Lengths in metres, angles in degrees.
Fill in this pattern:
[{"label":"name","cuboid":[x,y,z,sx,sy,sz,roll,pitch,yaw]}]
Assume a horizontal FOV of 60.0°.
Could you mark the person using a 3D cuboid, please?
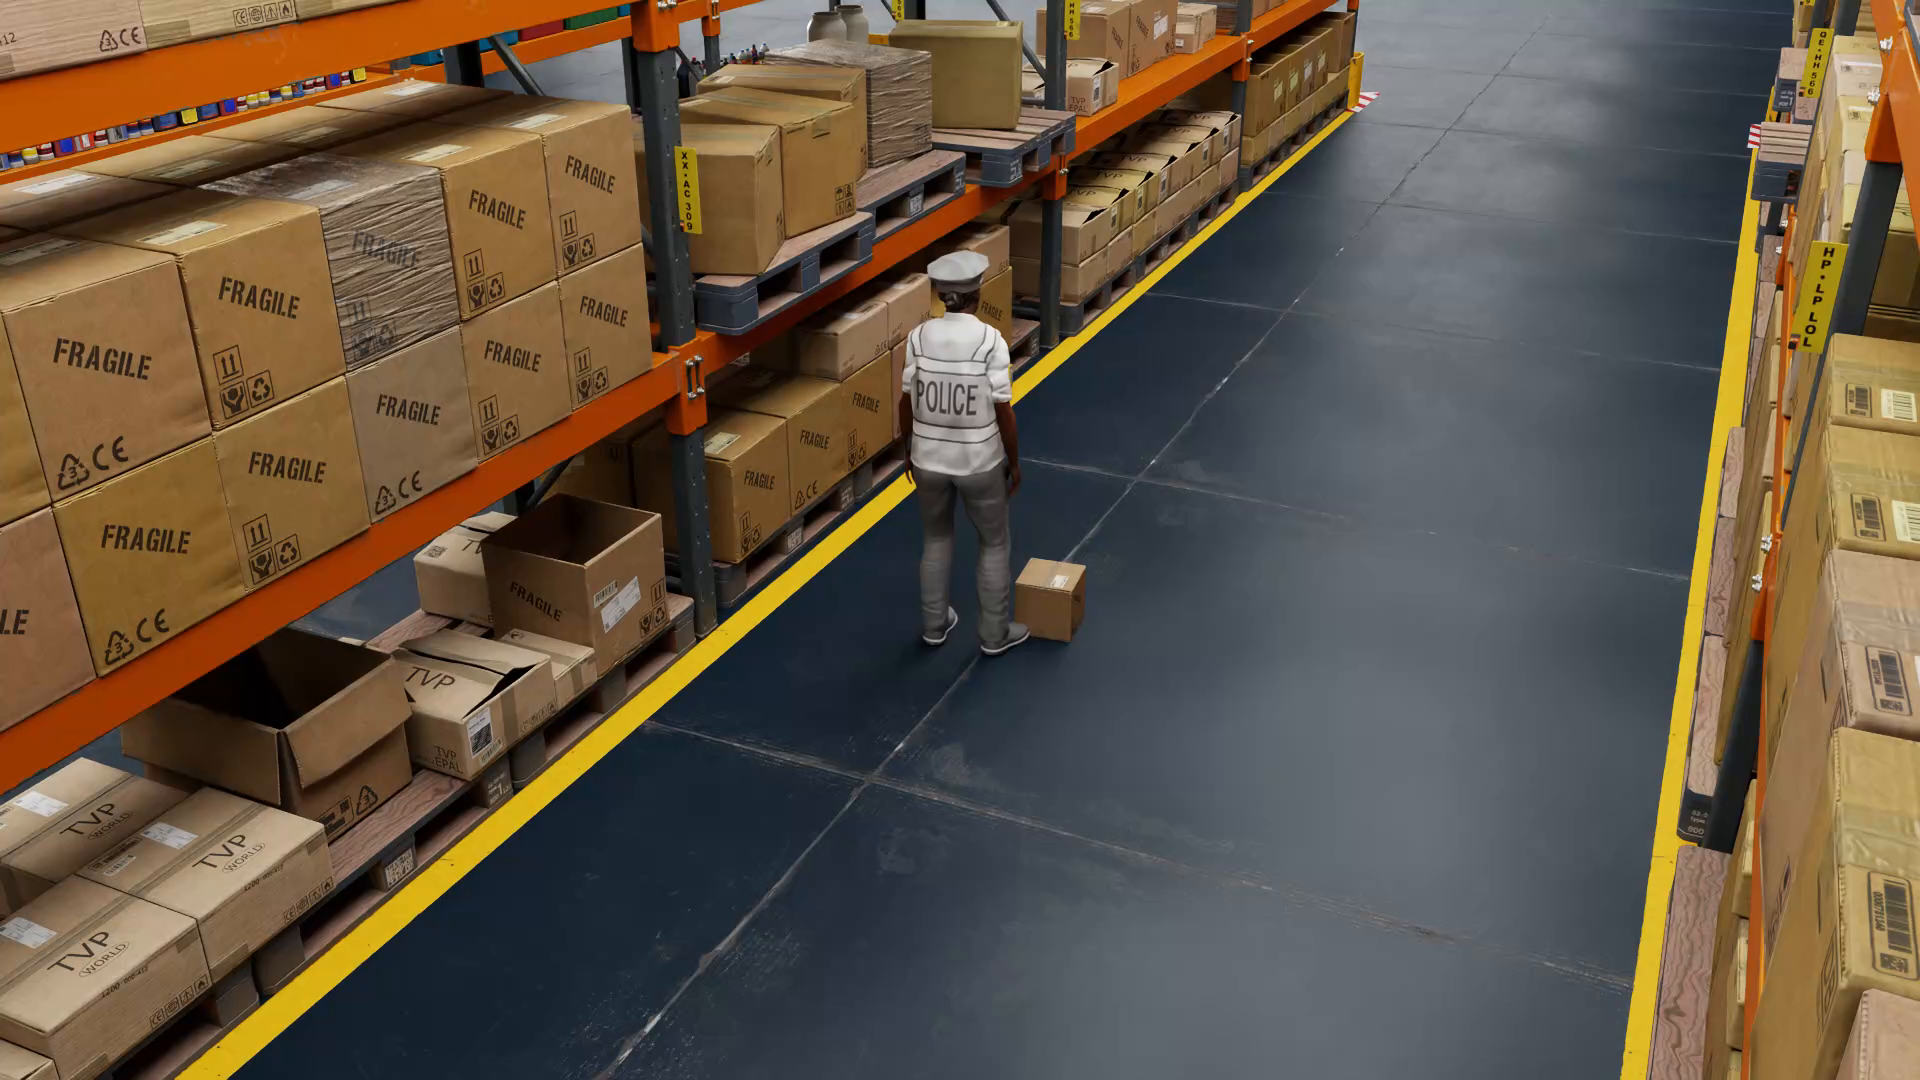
[{"label":"person","cuboid":[0.016,-0.320,6.762,0.530,1.658,0.397,9,28,17]}]
